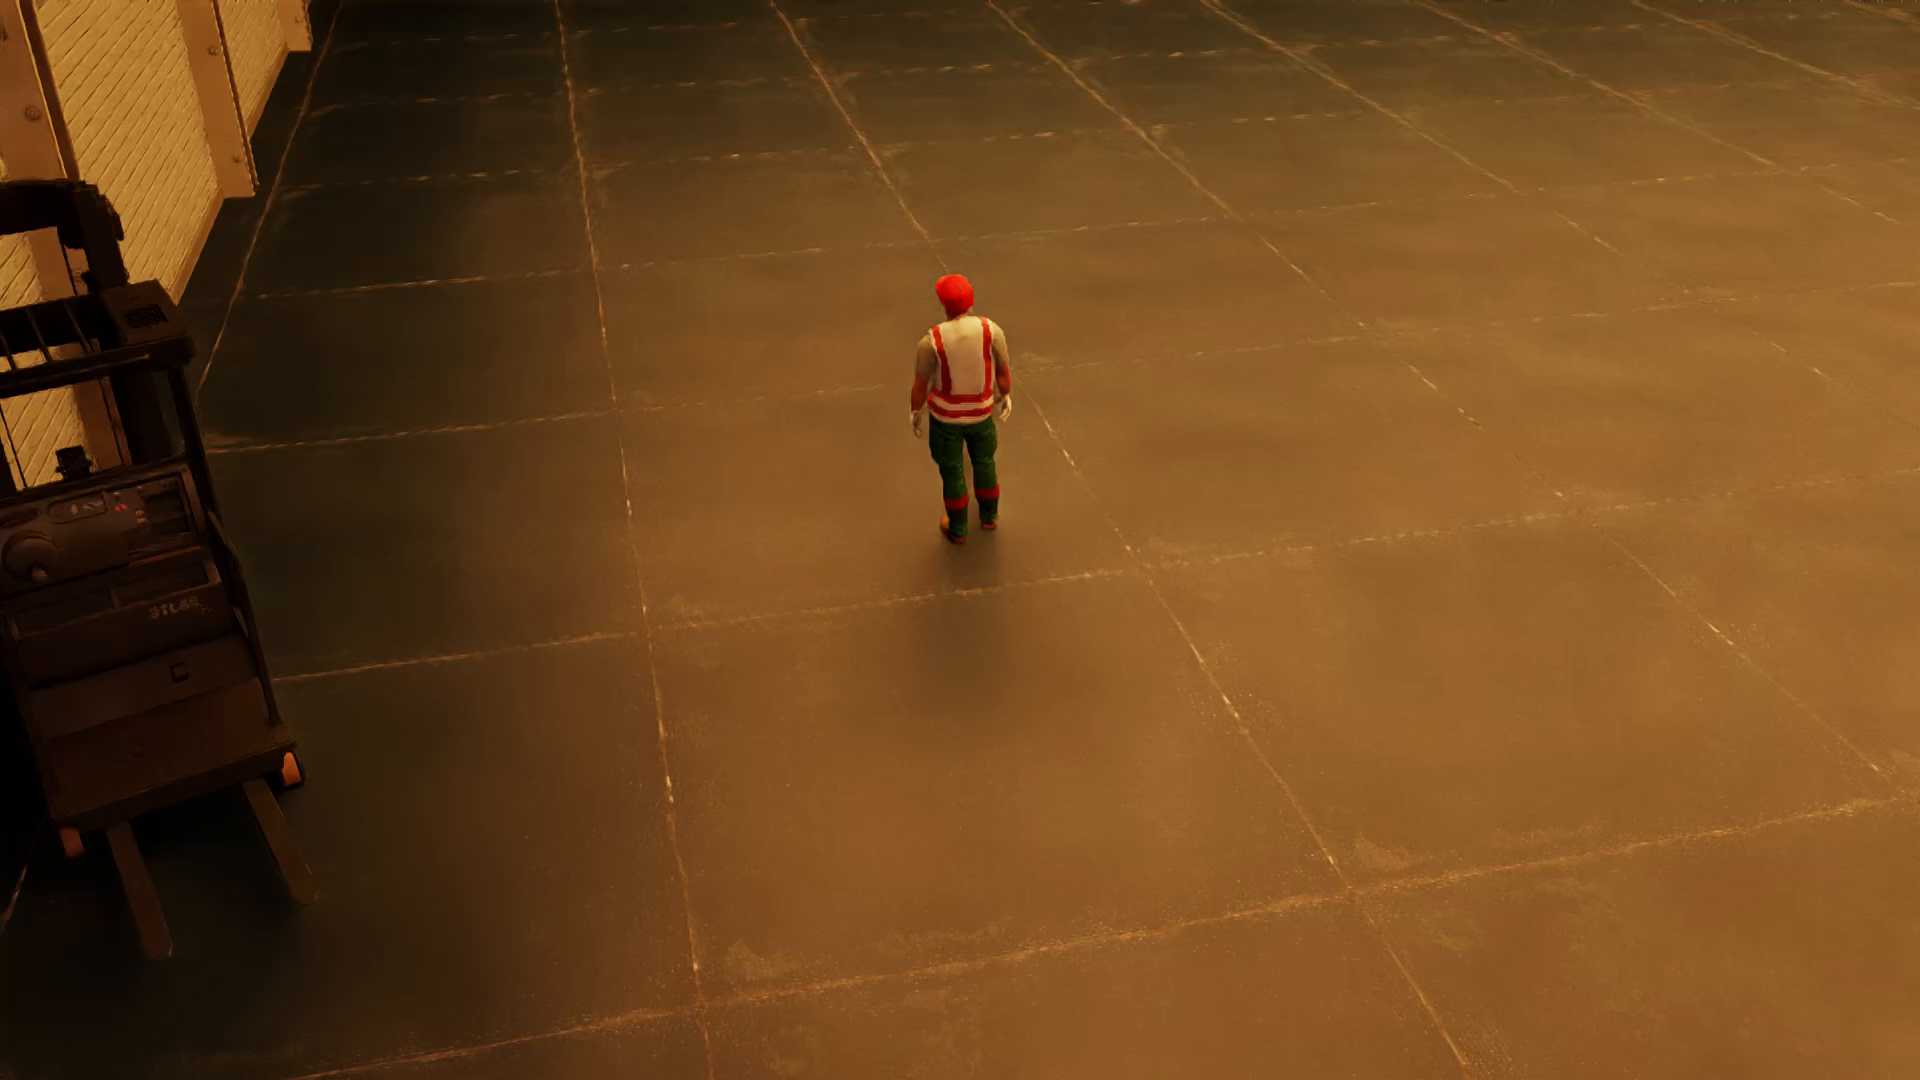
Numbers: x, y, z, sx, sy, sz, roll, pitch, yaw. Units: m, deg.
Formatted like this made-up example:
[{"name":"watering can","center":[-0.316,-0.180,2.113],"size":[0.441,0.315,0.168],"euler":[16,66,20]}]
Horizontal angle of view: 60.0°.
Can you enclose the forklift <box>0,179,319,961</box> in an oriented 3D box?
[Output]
[{"name":"forklift","center":[-3.944,-0.029,7.624],"size":[1.130,2.935,3.031],"euler":[-18,35,-29]}]

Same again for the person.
[{"name":"person","center":[-0.008,-0.821,10.118],"size":[0.637,1.787,0.563],"euler":[-7,31,-12]}]
